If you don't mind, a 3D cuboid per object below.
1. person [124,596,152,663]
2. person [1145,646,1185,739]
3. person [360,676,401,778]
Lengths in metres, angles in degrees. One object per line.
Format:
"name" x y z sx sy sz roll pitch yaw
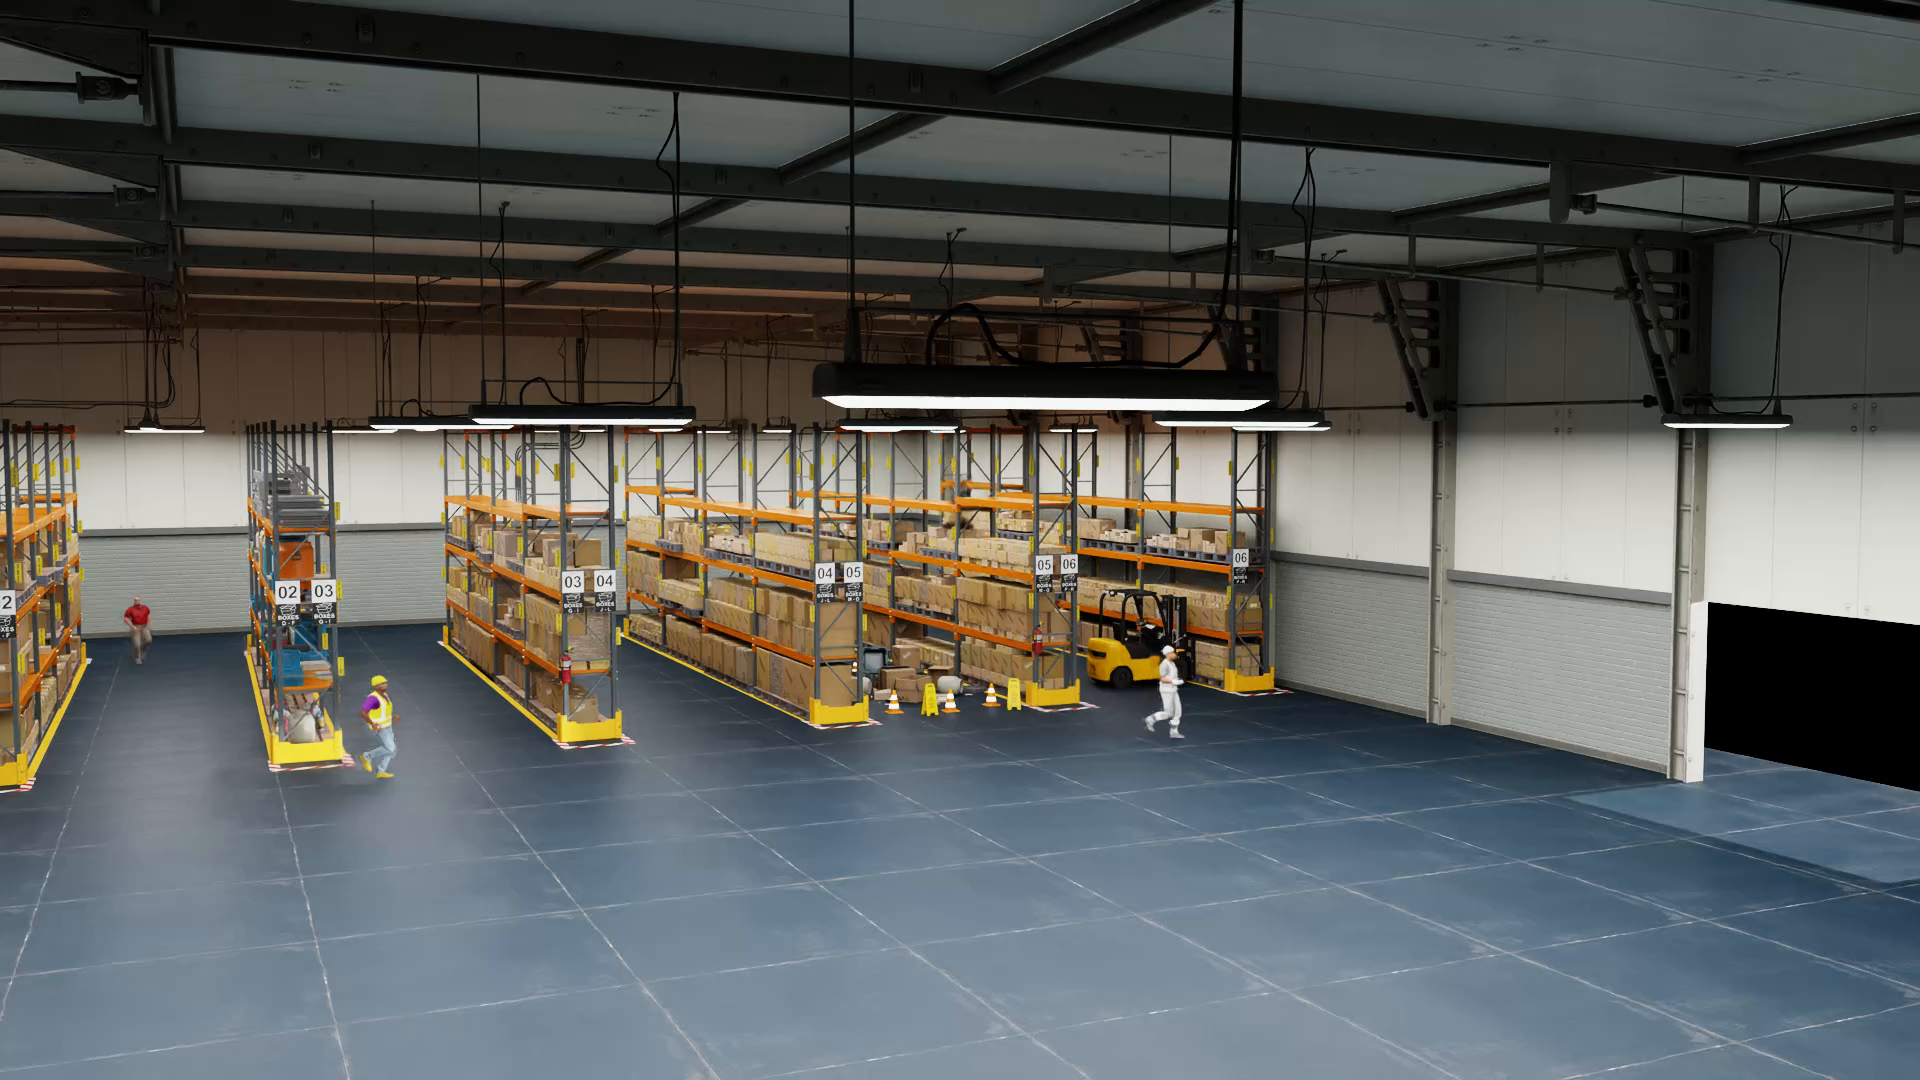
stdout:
"person" -20.653 2.263 41.896 0.551 1.695 0.686 3 5 44
"person" 3.901 2.873 31.471 0.790 1.758 0.657 2 4 26
"person" -9.706 3.127 27.833 0.593 1.720 0.710 0 4 4
